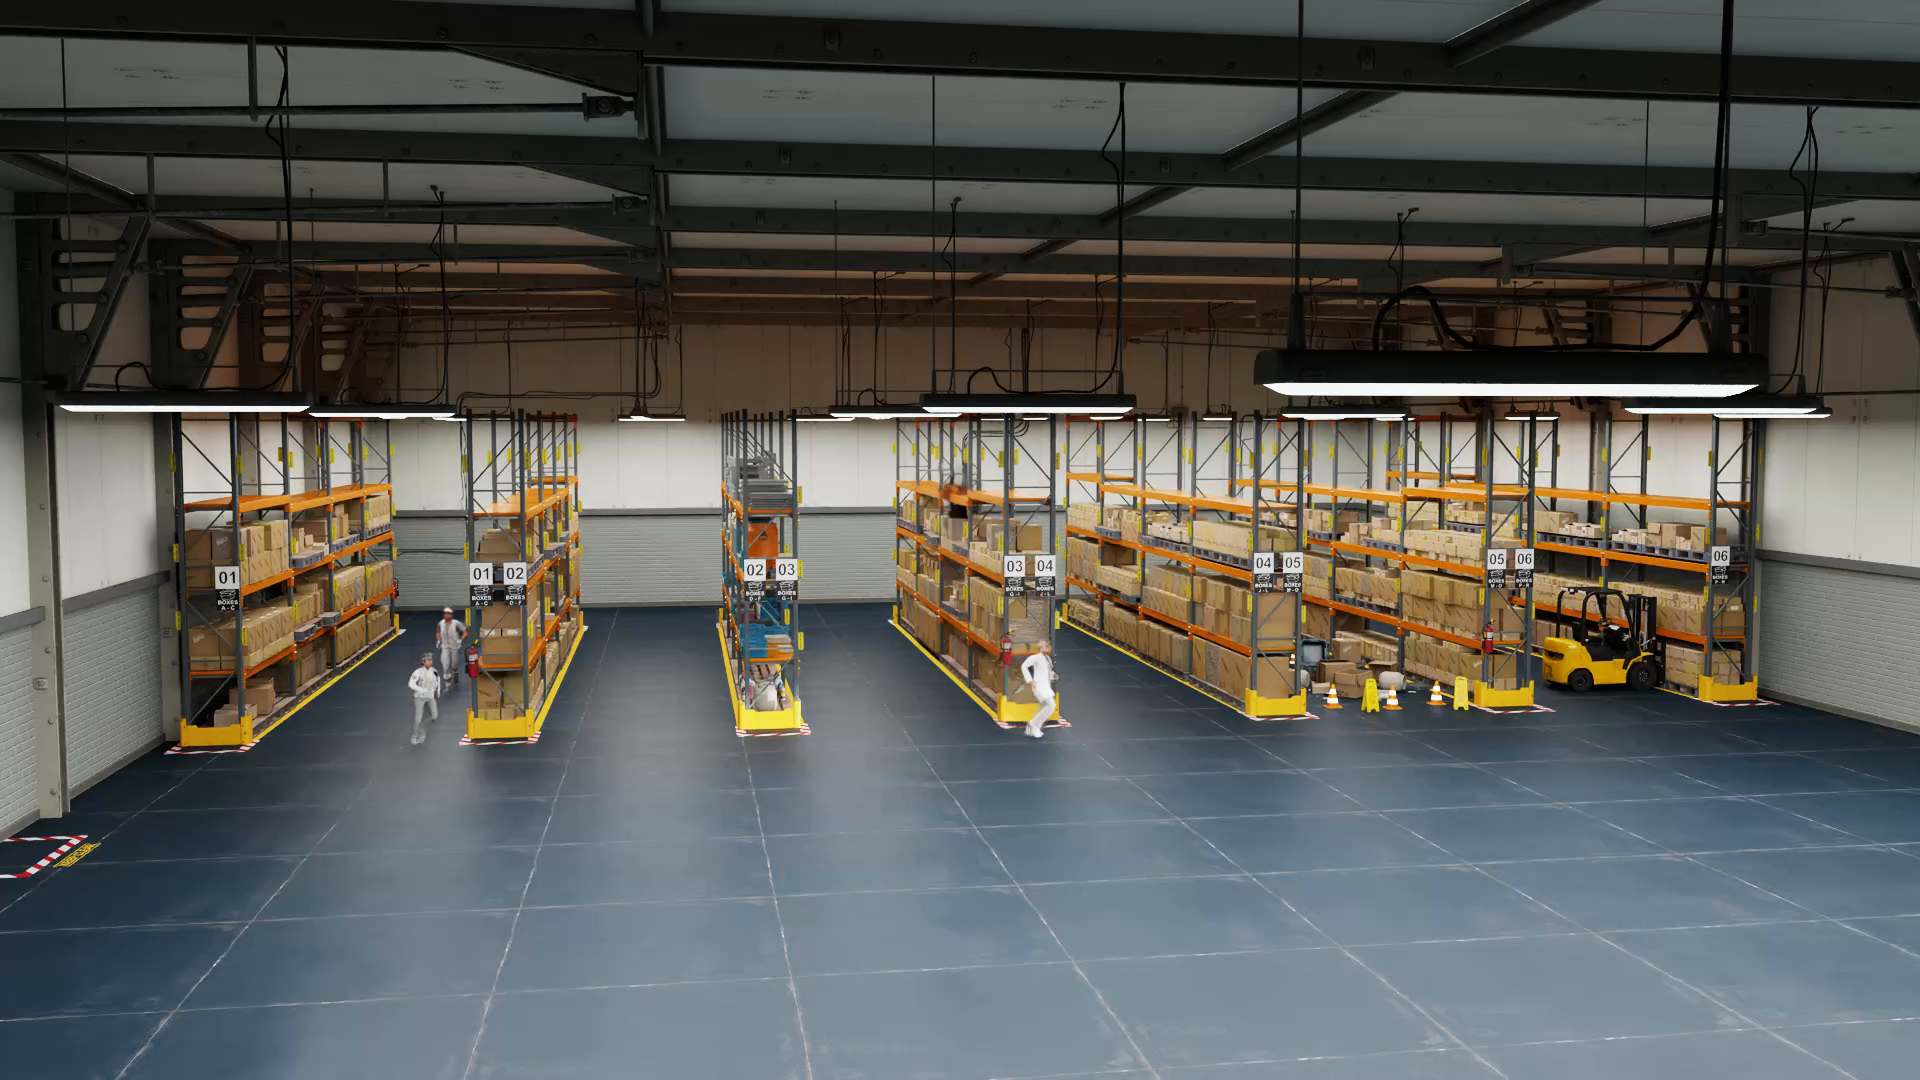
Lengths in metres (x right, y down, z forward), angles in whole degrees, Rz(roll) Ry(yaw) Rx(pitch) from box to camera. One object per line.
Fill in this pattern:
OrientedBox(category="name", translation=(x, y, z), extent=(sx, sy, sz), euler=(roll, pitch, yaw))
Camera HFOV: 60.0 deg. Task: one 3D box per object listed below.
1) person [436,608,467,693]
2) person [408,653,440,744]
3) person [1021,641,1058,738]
OrientedBox(category="person", translation=(-10.938, 2.342, 35.838), extent=(0.679, 1.803, 0.714), euler=(0, 4, 0))
OrientedBox(category="person", translation=(-9.533, 2.825, 29.732), extent=(0.701, 1.638, 0.600), euler=(-4, 6, -44))
OrientedBox(category="person", translation=(1.508, 2.723, 30.459), extent=(0.625, 1.743, 0.722), euler=(2, 4, 24))
